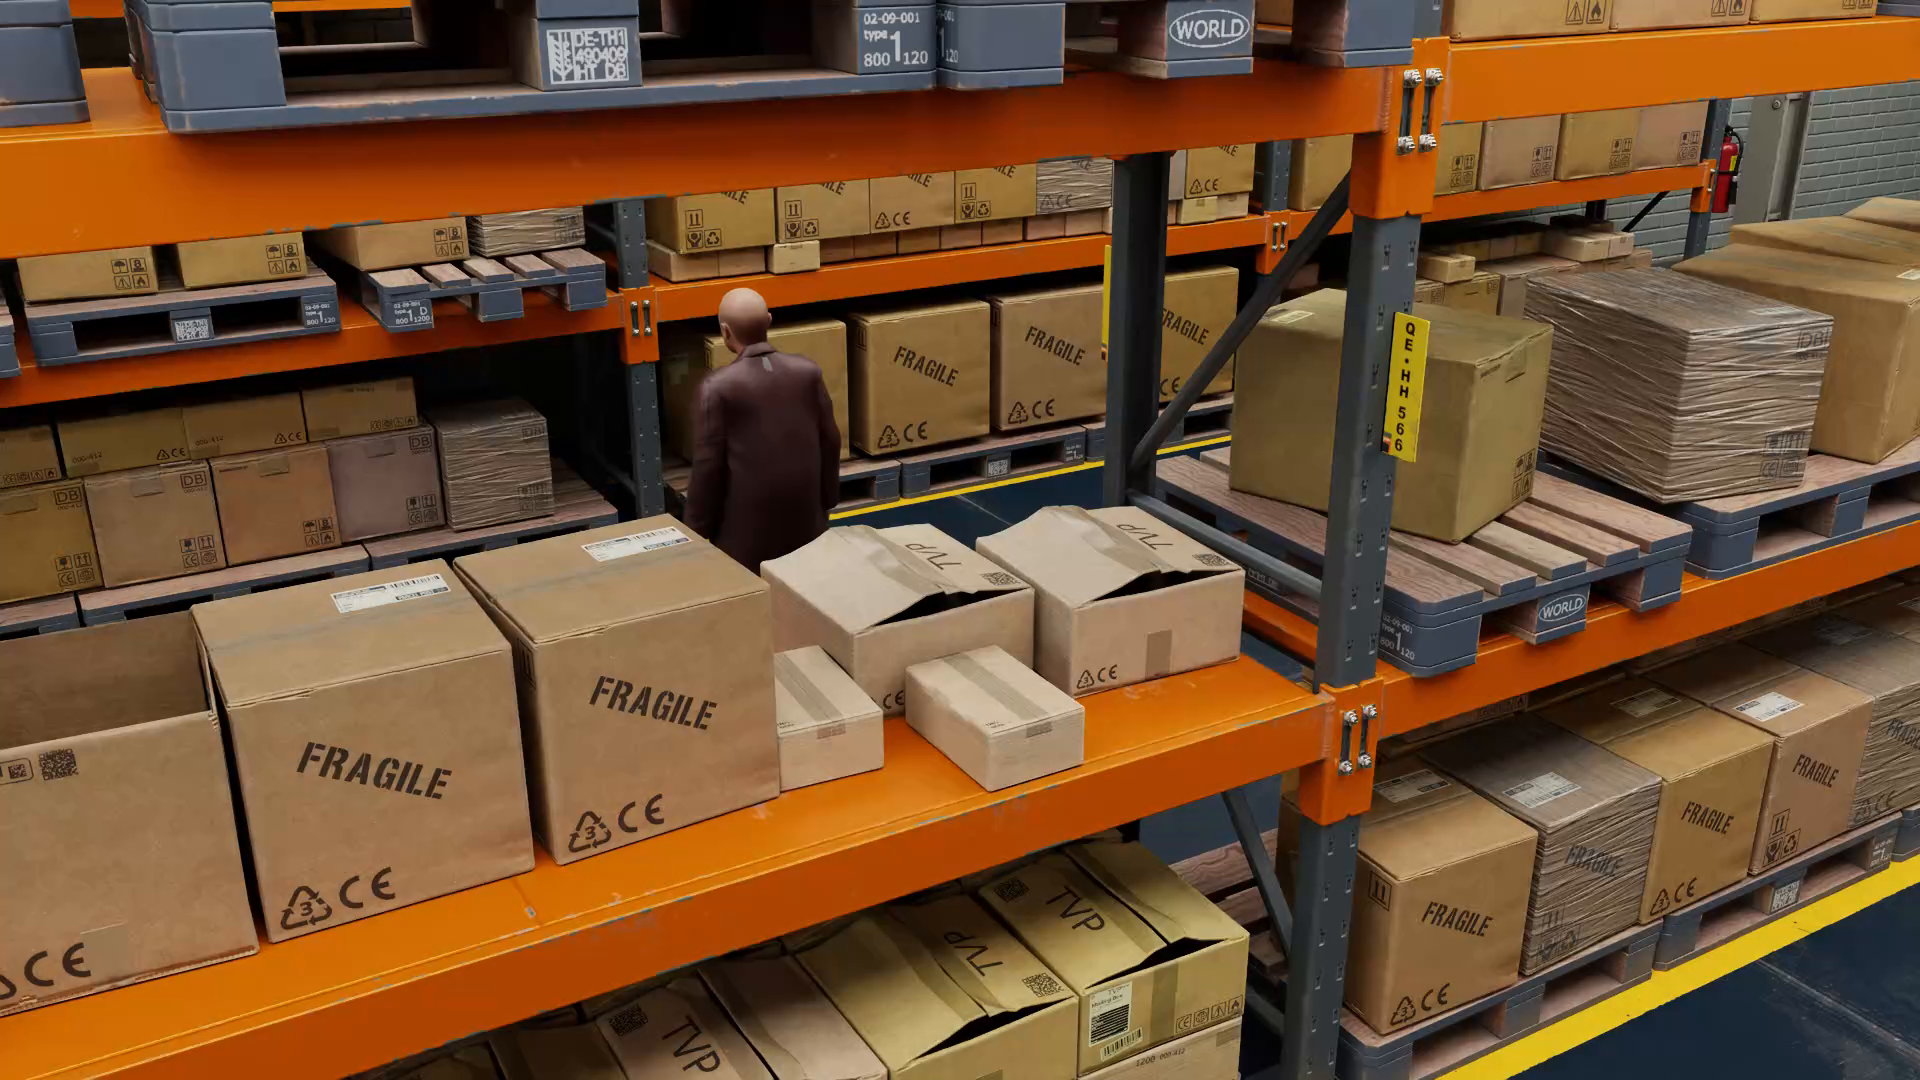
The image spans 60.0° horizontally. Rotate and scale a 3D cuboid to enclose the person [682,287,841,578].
[{"bbox_3d":[-0.742,-0.072,6.289,0.654,1.774,0.422,-14,25,-31],"label":"person"}]
